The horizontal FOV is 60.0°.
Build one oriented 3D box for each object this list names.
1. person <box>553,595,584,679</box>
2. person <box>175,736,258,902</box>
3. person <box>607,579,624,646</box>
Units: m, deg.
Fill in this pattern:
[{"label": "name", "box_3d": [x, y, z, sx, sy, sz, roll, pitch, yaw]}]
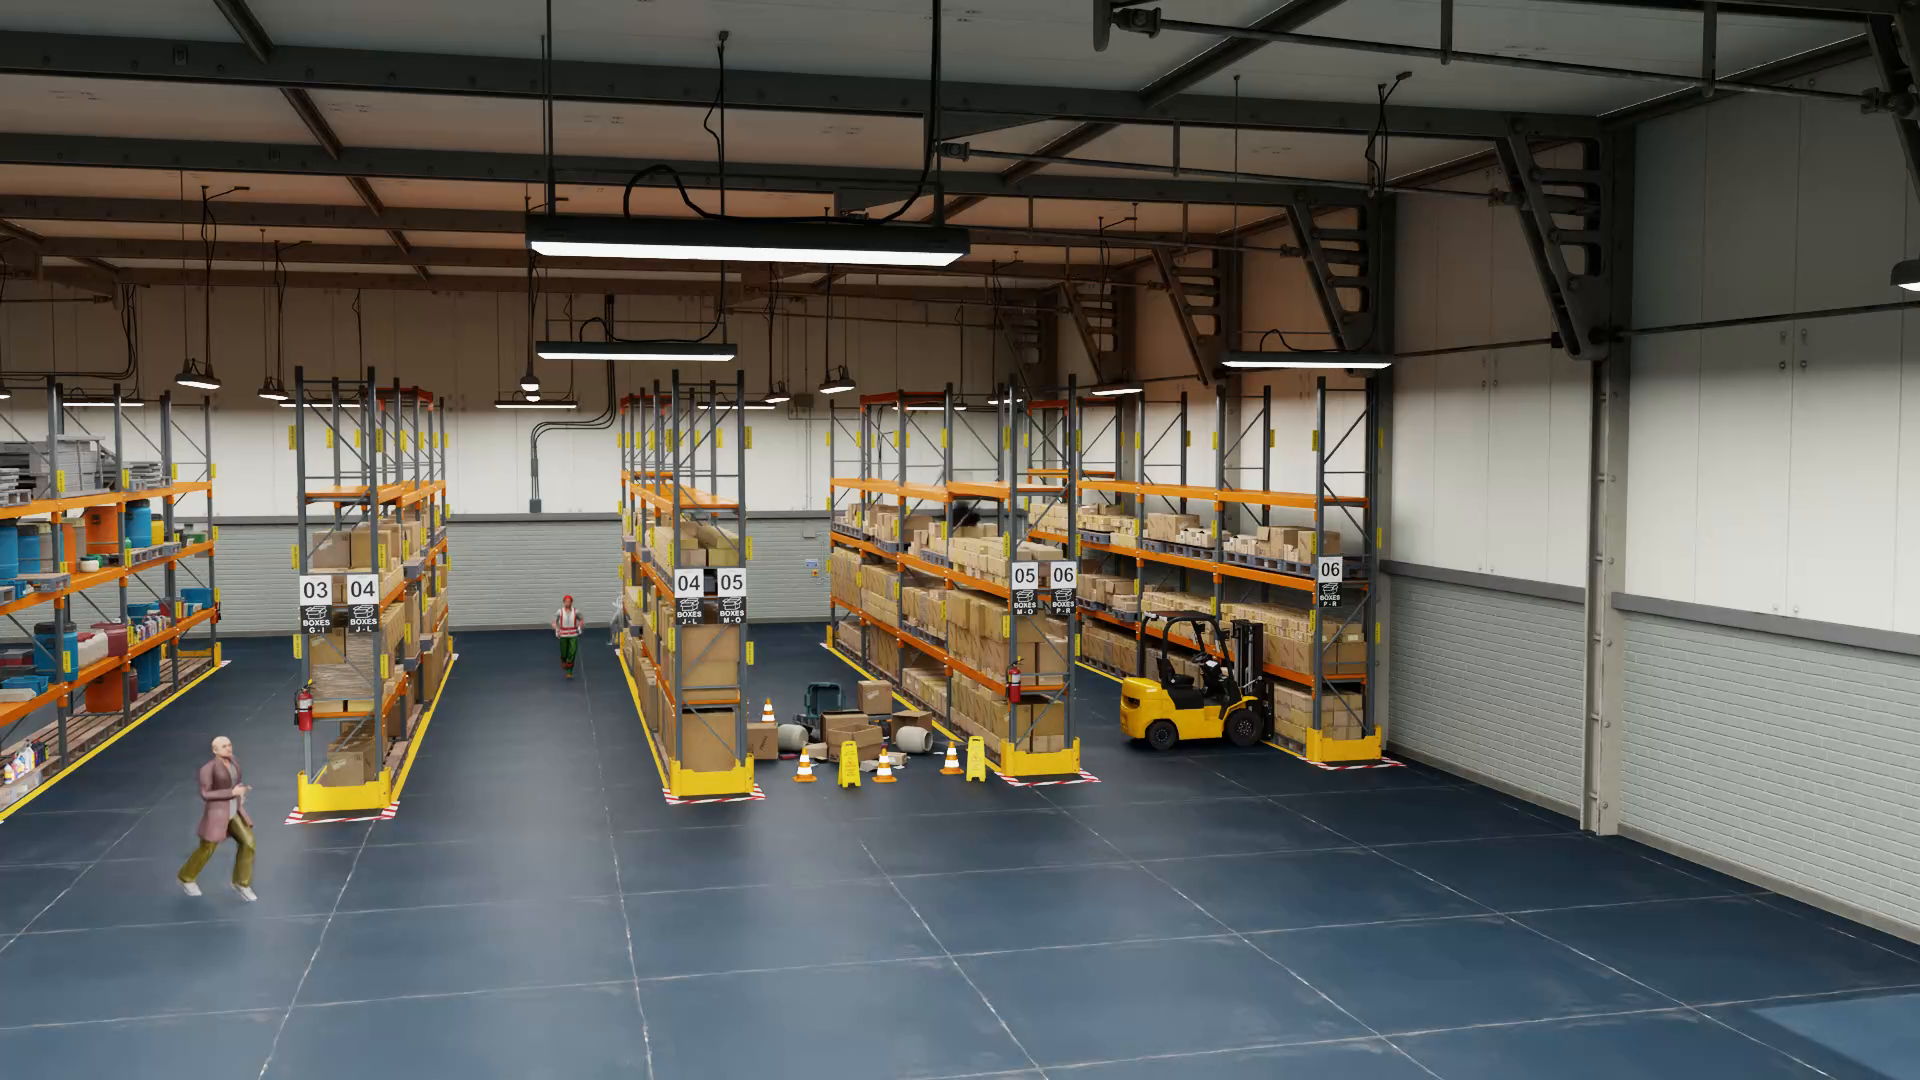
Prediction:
[{"label": "person", "box_3d": [-8.268, 2.034, 35.150, 0.653, 1.749, 0.734, -1, 4, -17]}, {"label": "person", "box_3d": [-8.067, 3.036, 18.123, 0.987, 1.835, 0.731, 1, 4, 21]}, {"label": "person", "box_3d": [-8.240, 1.769, 40.322, 0.660, 1.655, 0.682, -1, 3, -11]}]
